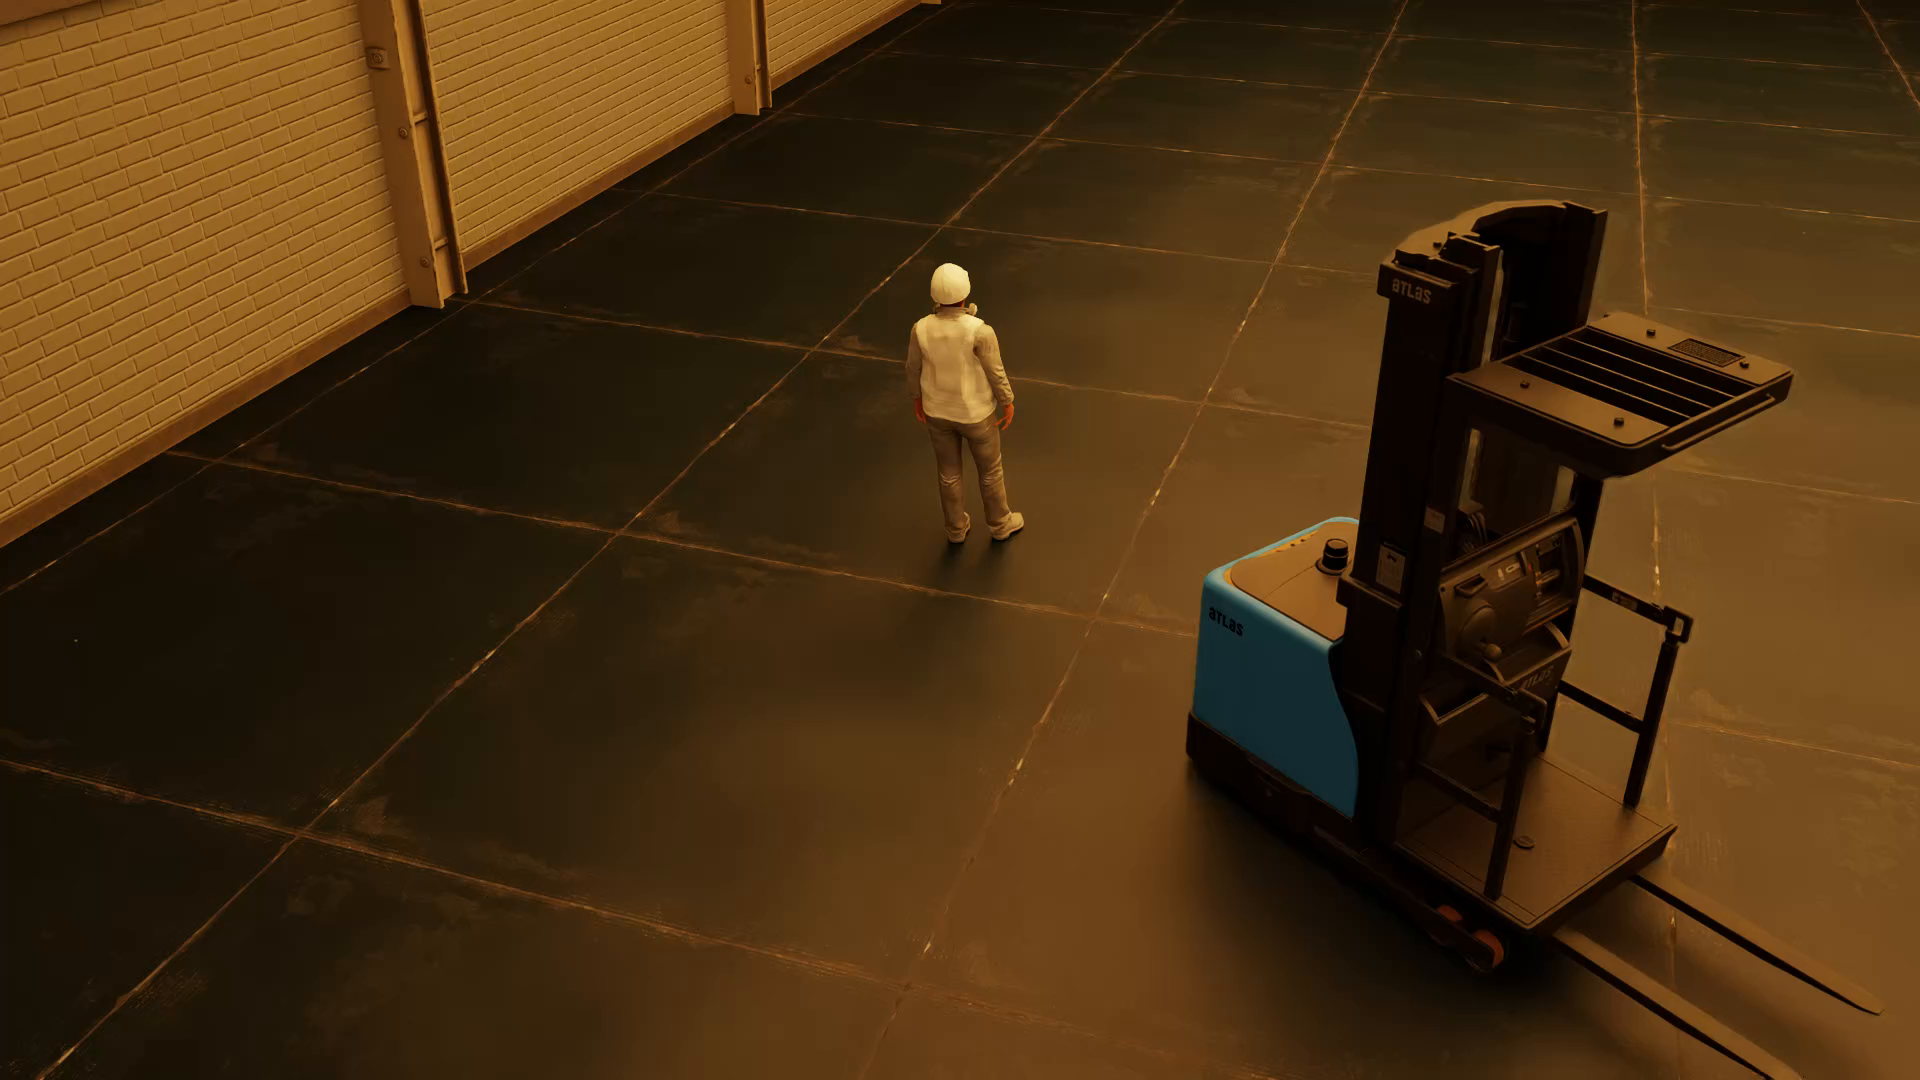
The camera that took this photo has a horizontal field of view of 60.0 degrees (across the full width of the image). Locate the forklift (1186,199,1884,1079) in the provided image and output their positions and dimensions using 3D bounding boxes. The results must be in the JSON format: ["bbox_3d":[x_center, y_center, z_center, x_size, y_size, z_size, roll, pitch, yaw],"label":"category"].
[{"bbox_3d":[2.404,0.246,6.705,1.130,2.935,3.031,-21,36,-32],"label":"forklift"}]

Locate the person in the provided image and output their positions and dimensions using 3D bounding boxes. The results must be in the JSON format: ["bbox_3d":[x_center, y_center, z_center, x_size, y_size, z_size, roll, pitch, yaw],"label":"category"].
[{"bbox_3d":[0.027,-0.805,9.703,0.633,1.775,0.566,10,31,16],"label":"person"}]
